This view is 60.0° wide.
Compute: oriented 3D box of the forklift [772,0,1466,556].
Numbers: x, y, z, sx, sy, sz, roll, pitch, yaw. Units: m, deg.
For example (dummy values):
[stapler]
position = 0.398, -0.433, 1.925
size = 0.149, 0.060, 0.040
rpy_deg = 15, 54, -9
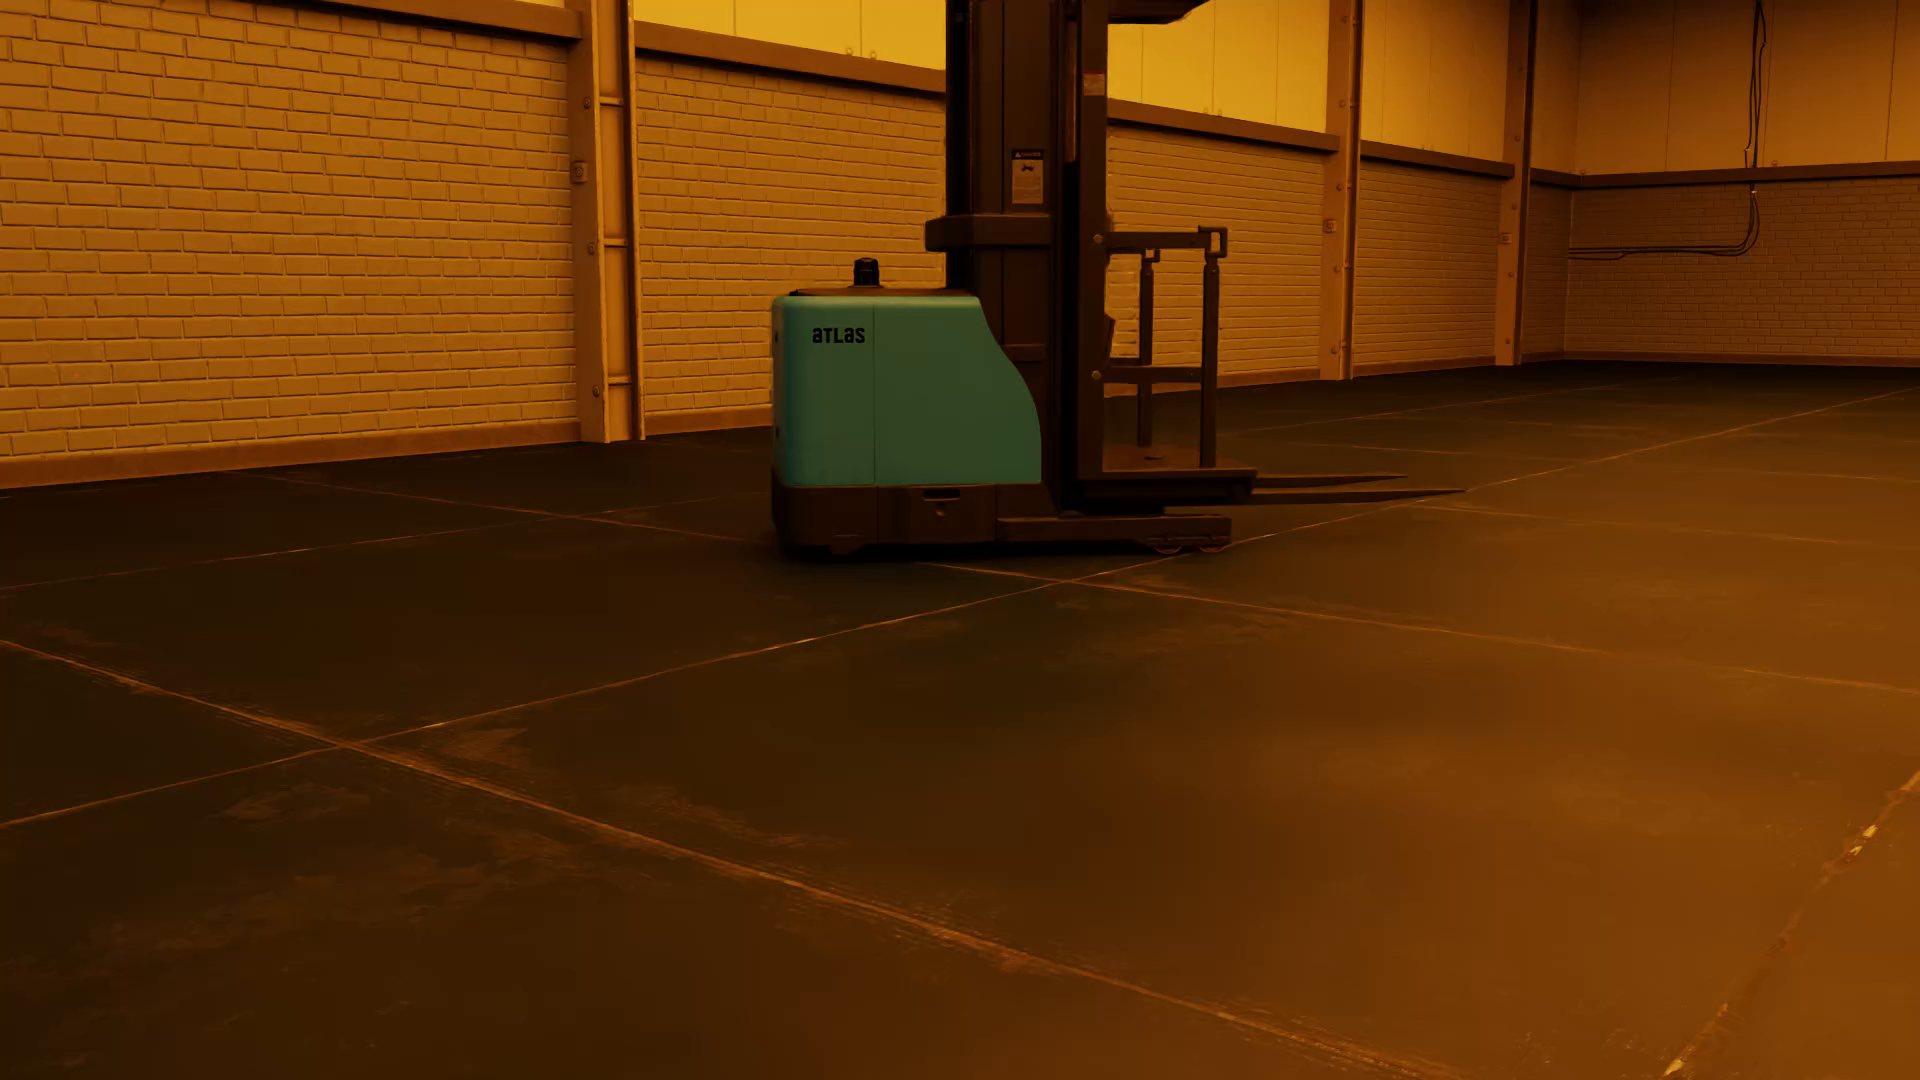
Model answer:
[forklift]
position = 0.701, -1.463, 7.278
size = 3.031, 2.935, 1.130
rpy_deg = -1, 8, -9
